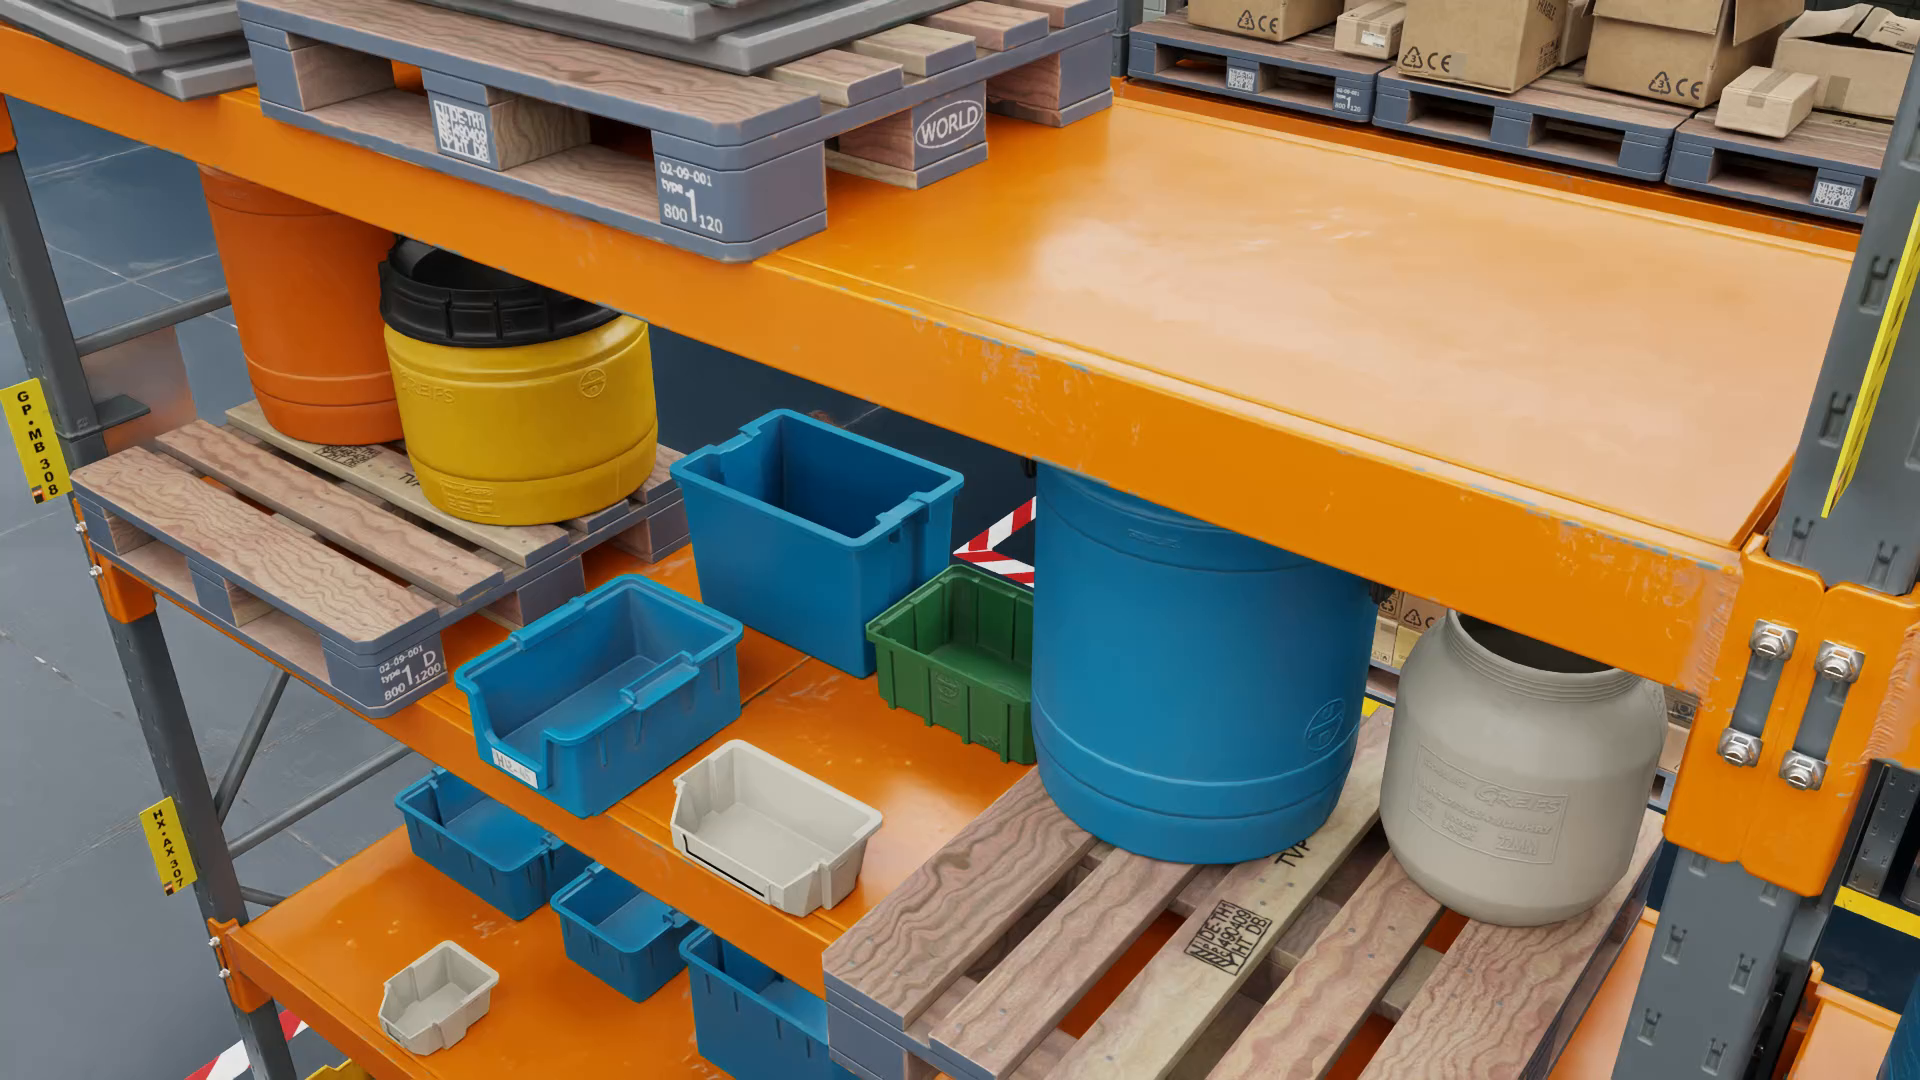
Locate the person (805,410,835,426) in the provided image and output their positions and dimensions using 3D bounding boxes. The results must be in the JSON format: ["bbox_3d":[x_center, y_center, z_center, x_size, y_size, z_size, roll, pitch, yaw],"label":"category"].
[{"bbox_3d":[-0.614,0.093,7.896,0.510,1.594,0.539,-19,36,-28],"label":"person"}]
